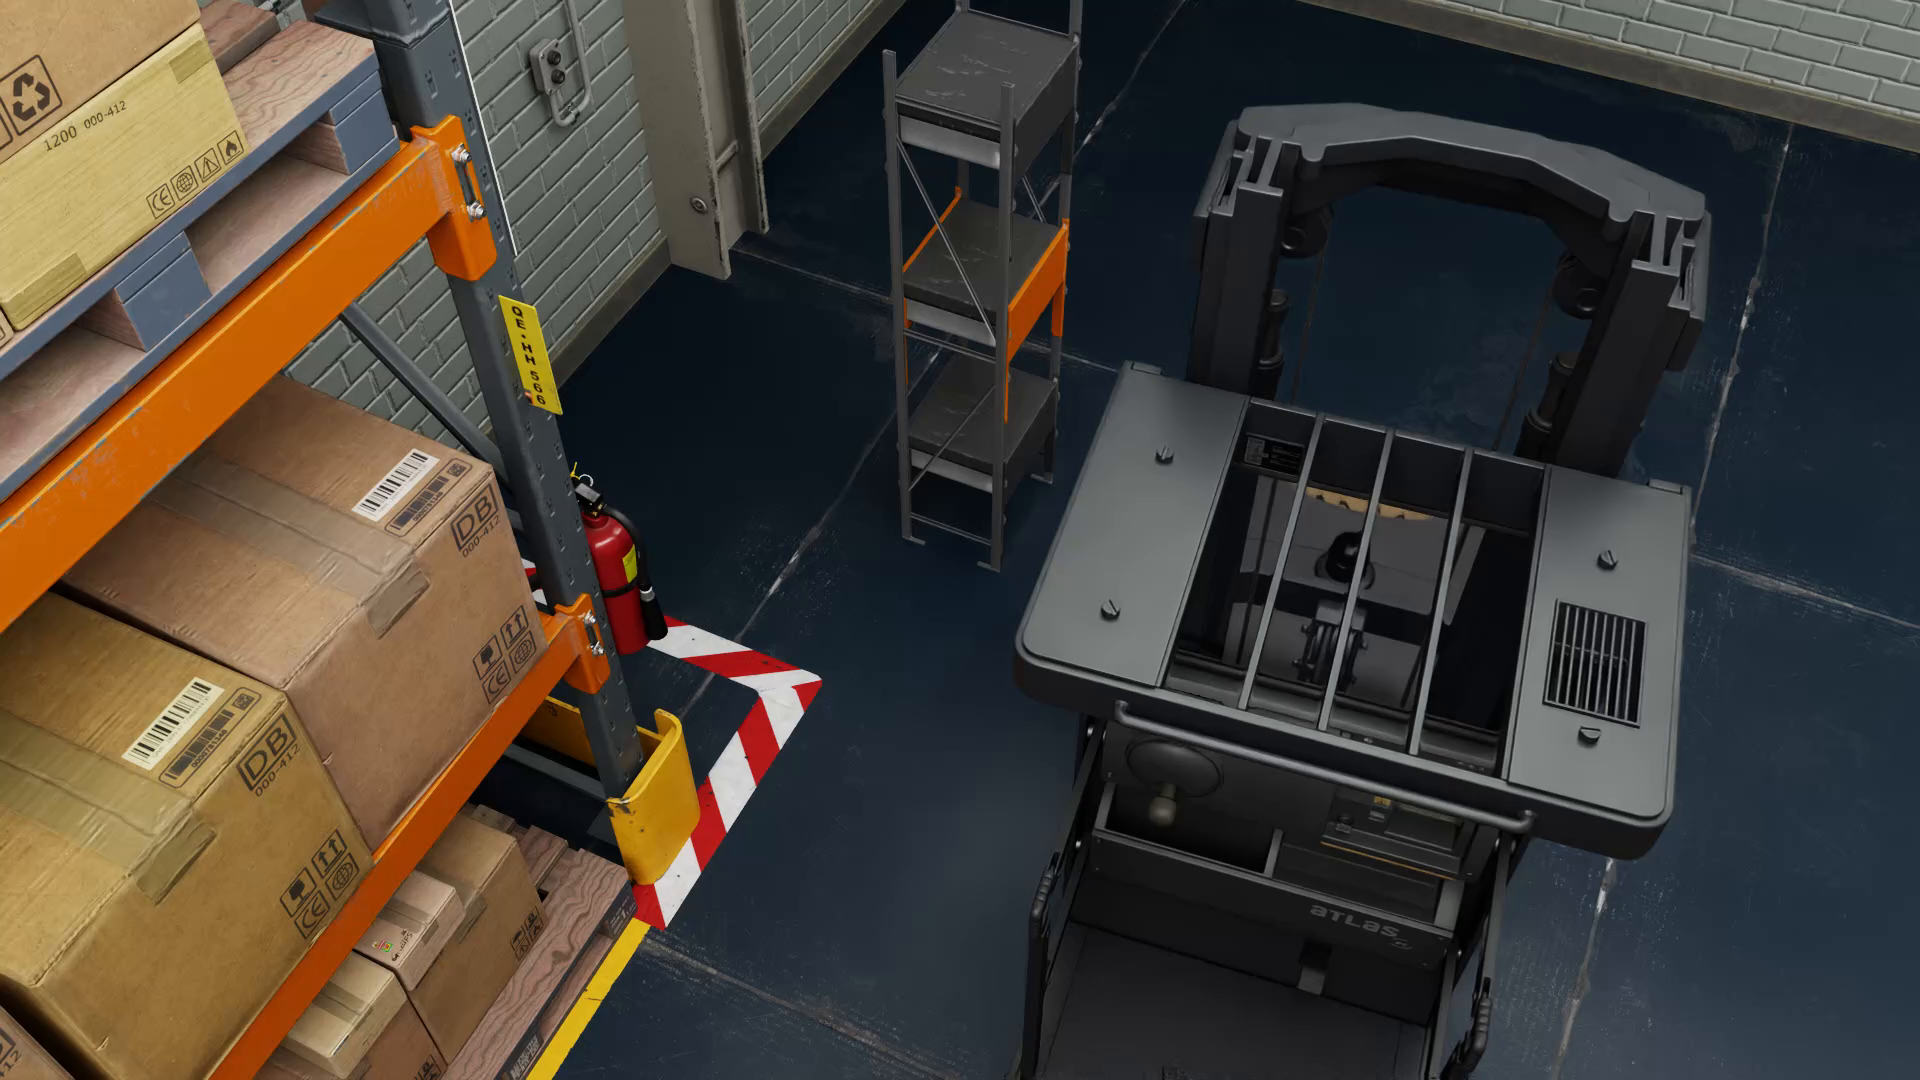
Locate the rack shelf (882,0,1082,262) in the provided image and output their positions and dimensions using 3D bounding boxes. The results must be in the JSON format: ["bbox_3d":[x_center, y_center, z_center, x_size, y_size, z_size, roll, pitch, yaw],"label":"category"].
[{"bbox_3d":[0.071,-1.239,5.025,0.431,0.518,0.480,20,52,16],"label":"rack shelf"}]

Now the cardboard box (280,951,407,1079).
[{"bbox_3d":[-1.651,1.159,4.234,0.380,0.149,0.250,21,53,17],"label":"cardboard box"}]

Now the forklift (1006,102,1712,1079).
[{"bbox_3d":[0.740,0.660,3.764,1.130,2.935,3.031,14,51,12],"label":"forklift"}]

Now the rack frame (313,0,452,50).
[{"bbox_3d":[-1.444,-2.088,2.118,1.000,3.000,0.127,20,52,16],"label":"rack frame"}]

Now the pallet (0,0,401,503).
[{"bbox_3d":[-1.752,-0.573,2.856,1.003,0.211,1.213,20,52,16],"label":"pallet"}]

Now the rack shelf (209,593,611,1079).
[{"bbox_3d":[-2.299,1.467,3.505,1.077,0.370,4.000,20,52,16],"label":"rack shelf"}]

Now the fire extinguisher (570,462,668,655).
[{"bbox_3d":[-0.962,0.049,4.535,0.296,0.674,0.183,20,52,16],"label":"fire extinguisher"}]

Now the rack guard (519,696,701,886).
[{"bbox_3d":[-1.434,0.650,5.369,1.175,0.500,0.348,20,52,16],"label":"rack guard"}]

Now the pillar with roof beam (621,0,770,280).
[{"bbox_3d":[2.820,-2.828,2.747,9.100,9.000,0.400,20,52,16],"label":"pillar with roof beam"}]

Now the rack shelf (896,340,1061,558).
[{"bbox_3d":[0.071,-0.332,6.091,0.431,0.518,0.480,20,52,16],"label":"rack shelf"}]

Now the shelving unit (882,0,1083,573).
[{"bbox_3d":[0.071,-0.794,5.547,0.431,2.100,0.503,20,52,16],"label":"shelving unit"}]

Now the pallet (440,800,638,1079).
[{"bbox_3d":[-1.715,1.336,4.975,1.003,0.211,1.213,20,52,16],"label":"pallet"}]

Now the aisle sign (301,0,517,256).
[{"bbox_3d":[-1.142,-0.938,3.372,0.394,0.787,0.004,20,52,16],"label":"aisle sign"}]

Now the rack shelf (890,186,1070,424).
[{"bbox_3d":[0.071,-0.786,5.558,0.431,0.518,0.480,20,52,16],"label":"rack shelf"}]

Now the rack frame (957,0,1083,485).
[{"bbox_3d":[0.175,-0.962,5.690,0.400,2.100,0.015,20,52,16],"label":"rack frame"}]

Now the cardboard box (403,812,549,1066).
[{"bbox_3d":[-1.653,1.045,4.757,0.700,0.500,0.500,20,52,16],"label":"cardboard box"}]

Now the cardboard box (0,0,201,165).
[{"bbox_3d":[-1.510,-0.886,2.329,0.500,0.500,0.500,20,52,16],"label":"cardboard box"}]

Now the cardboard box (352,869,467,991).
[{"bbox_3d":[-1.543,0.982,4.384,0.380,0.149,0.250,19,52,16],"label":"cardboard box"}]

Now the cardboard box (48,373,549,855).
[{"bbox_3d":[-1.653,0.114,3.987,0.980,0.700,0.700,22,53,18],"label":"cardboard box"}]

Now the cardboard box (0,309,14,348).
[{"bbox_3d":[-1.738,-0.286,2.311,0.500,0.250,0.500,18,52,15],"label":"cardboard box"}]

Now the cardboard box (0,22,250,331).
[{"bbox_3d":[-1.517,-0.645,2.617,0.500,0.250,0.500,21,53,17],"label":"cardboard box"}]

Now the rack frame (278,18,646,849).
[{"bbox_3d":[-1.444,-0.144,4.403,1.000,3.000,0.127,20,52,16],"label":"rack frame"}]

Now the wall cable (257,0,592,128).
[{"bbox_3d":[-1.752,-1.662,5.028,0.084,1.984,1.851,20,52,16],"label":"wall cable"}]

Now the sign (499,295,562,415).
[{"bbox_3d":[-0.959,-0.409,3.713,0.100,0.325,0.005,20,52,16],"label":"sign"}]

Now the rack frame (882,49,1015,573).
[{"bbox_3d":[-0.034,-0.626,5.404,0.400,2.100,0.015,20,52,16],"label":"rack frame"}]

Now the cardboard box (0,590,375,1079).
[{"bbox_3d":[-1.954,0.618,3.557,0.980,0.700,0.700,19,52,16],"label":"cardboard box"}]

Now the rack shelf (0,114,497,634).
[{"bbox_3d":[-2.299,0.495,2.362,1.077,0.370,4.000,20,52,16],"label":"rack shelf"}]

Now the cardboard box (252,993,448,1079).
[{"bbox_3d":[-1.867,1.390,4.464,0.700,0.500,0.500,20,52,16],"label":"cardboard box"}]
